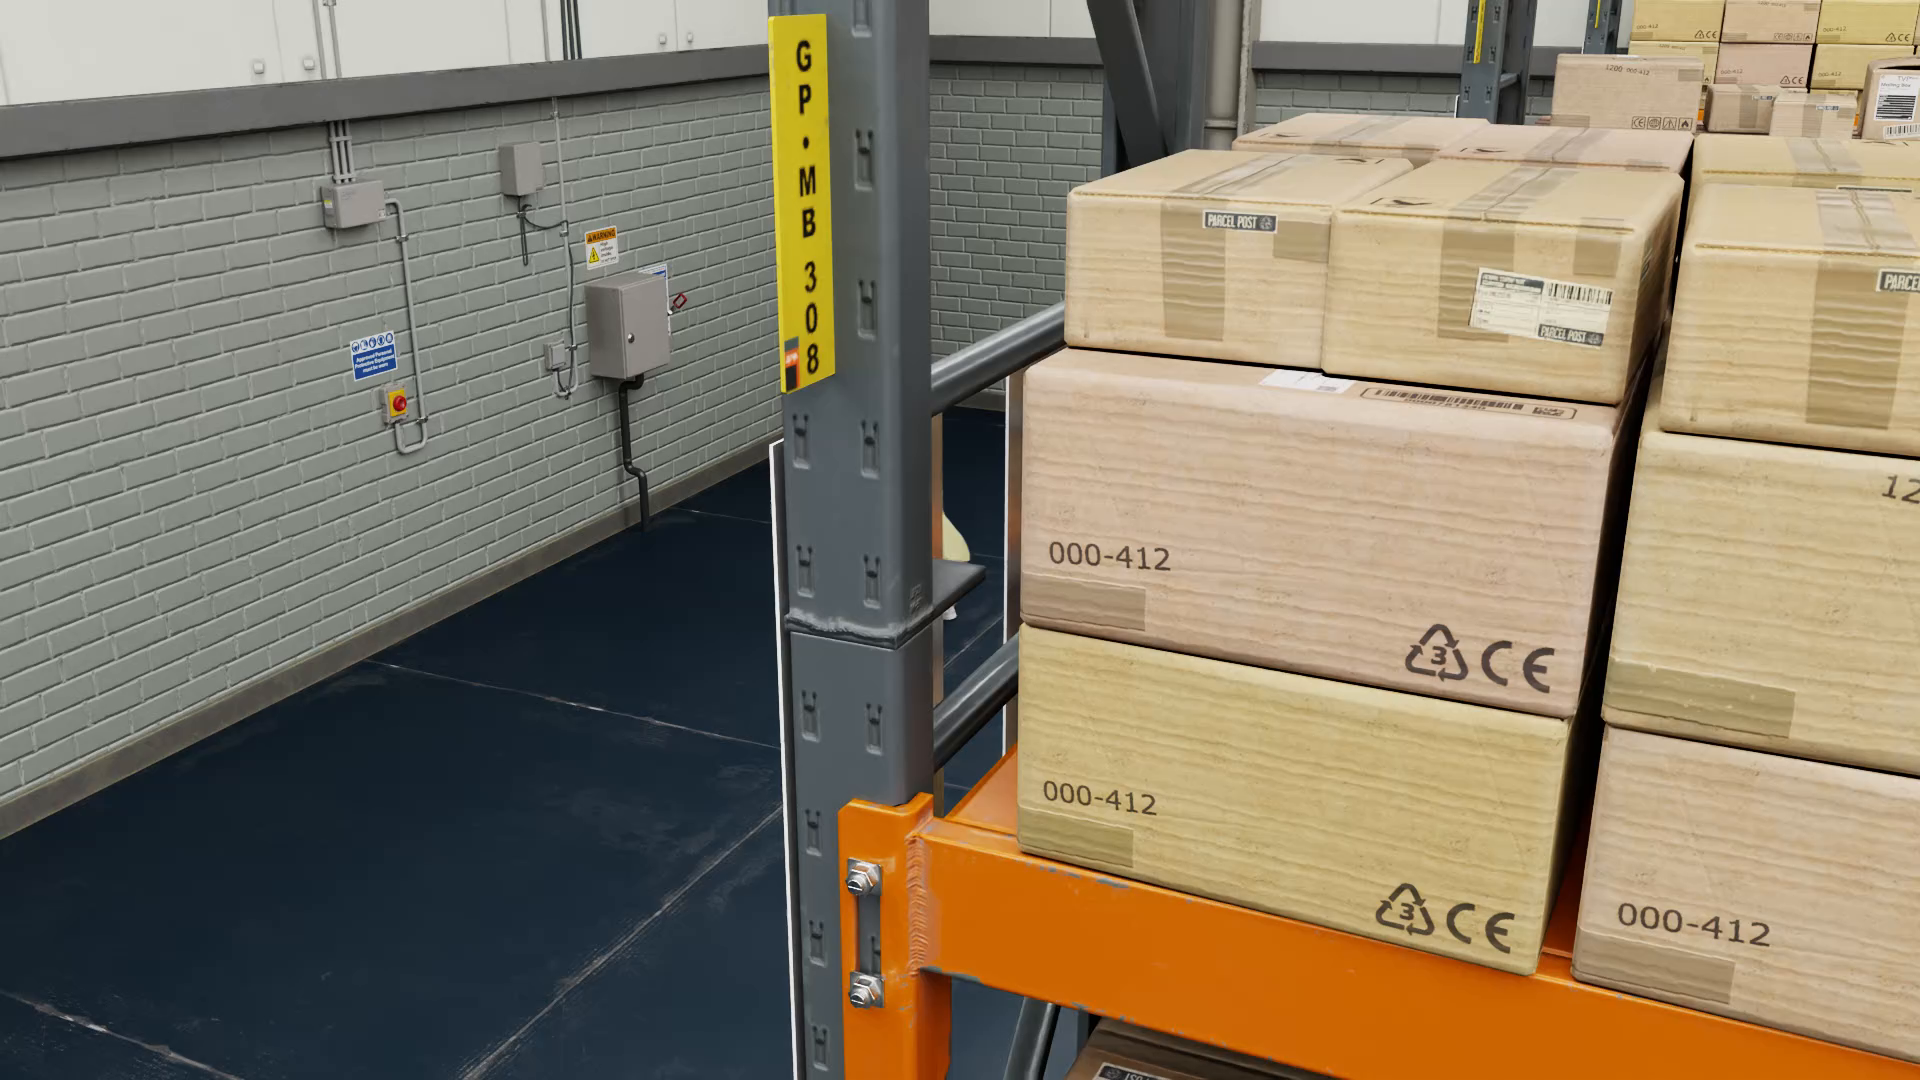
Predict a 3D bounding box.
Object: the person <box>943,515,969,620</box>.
[{"bbox_3d":[-0.348,0.029,9.634,0.804,0.930,0.486,8,21,23],"label":"person"}]
